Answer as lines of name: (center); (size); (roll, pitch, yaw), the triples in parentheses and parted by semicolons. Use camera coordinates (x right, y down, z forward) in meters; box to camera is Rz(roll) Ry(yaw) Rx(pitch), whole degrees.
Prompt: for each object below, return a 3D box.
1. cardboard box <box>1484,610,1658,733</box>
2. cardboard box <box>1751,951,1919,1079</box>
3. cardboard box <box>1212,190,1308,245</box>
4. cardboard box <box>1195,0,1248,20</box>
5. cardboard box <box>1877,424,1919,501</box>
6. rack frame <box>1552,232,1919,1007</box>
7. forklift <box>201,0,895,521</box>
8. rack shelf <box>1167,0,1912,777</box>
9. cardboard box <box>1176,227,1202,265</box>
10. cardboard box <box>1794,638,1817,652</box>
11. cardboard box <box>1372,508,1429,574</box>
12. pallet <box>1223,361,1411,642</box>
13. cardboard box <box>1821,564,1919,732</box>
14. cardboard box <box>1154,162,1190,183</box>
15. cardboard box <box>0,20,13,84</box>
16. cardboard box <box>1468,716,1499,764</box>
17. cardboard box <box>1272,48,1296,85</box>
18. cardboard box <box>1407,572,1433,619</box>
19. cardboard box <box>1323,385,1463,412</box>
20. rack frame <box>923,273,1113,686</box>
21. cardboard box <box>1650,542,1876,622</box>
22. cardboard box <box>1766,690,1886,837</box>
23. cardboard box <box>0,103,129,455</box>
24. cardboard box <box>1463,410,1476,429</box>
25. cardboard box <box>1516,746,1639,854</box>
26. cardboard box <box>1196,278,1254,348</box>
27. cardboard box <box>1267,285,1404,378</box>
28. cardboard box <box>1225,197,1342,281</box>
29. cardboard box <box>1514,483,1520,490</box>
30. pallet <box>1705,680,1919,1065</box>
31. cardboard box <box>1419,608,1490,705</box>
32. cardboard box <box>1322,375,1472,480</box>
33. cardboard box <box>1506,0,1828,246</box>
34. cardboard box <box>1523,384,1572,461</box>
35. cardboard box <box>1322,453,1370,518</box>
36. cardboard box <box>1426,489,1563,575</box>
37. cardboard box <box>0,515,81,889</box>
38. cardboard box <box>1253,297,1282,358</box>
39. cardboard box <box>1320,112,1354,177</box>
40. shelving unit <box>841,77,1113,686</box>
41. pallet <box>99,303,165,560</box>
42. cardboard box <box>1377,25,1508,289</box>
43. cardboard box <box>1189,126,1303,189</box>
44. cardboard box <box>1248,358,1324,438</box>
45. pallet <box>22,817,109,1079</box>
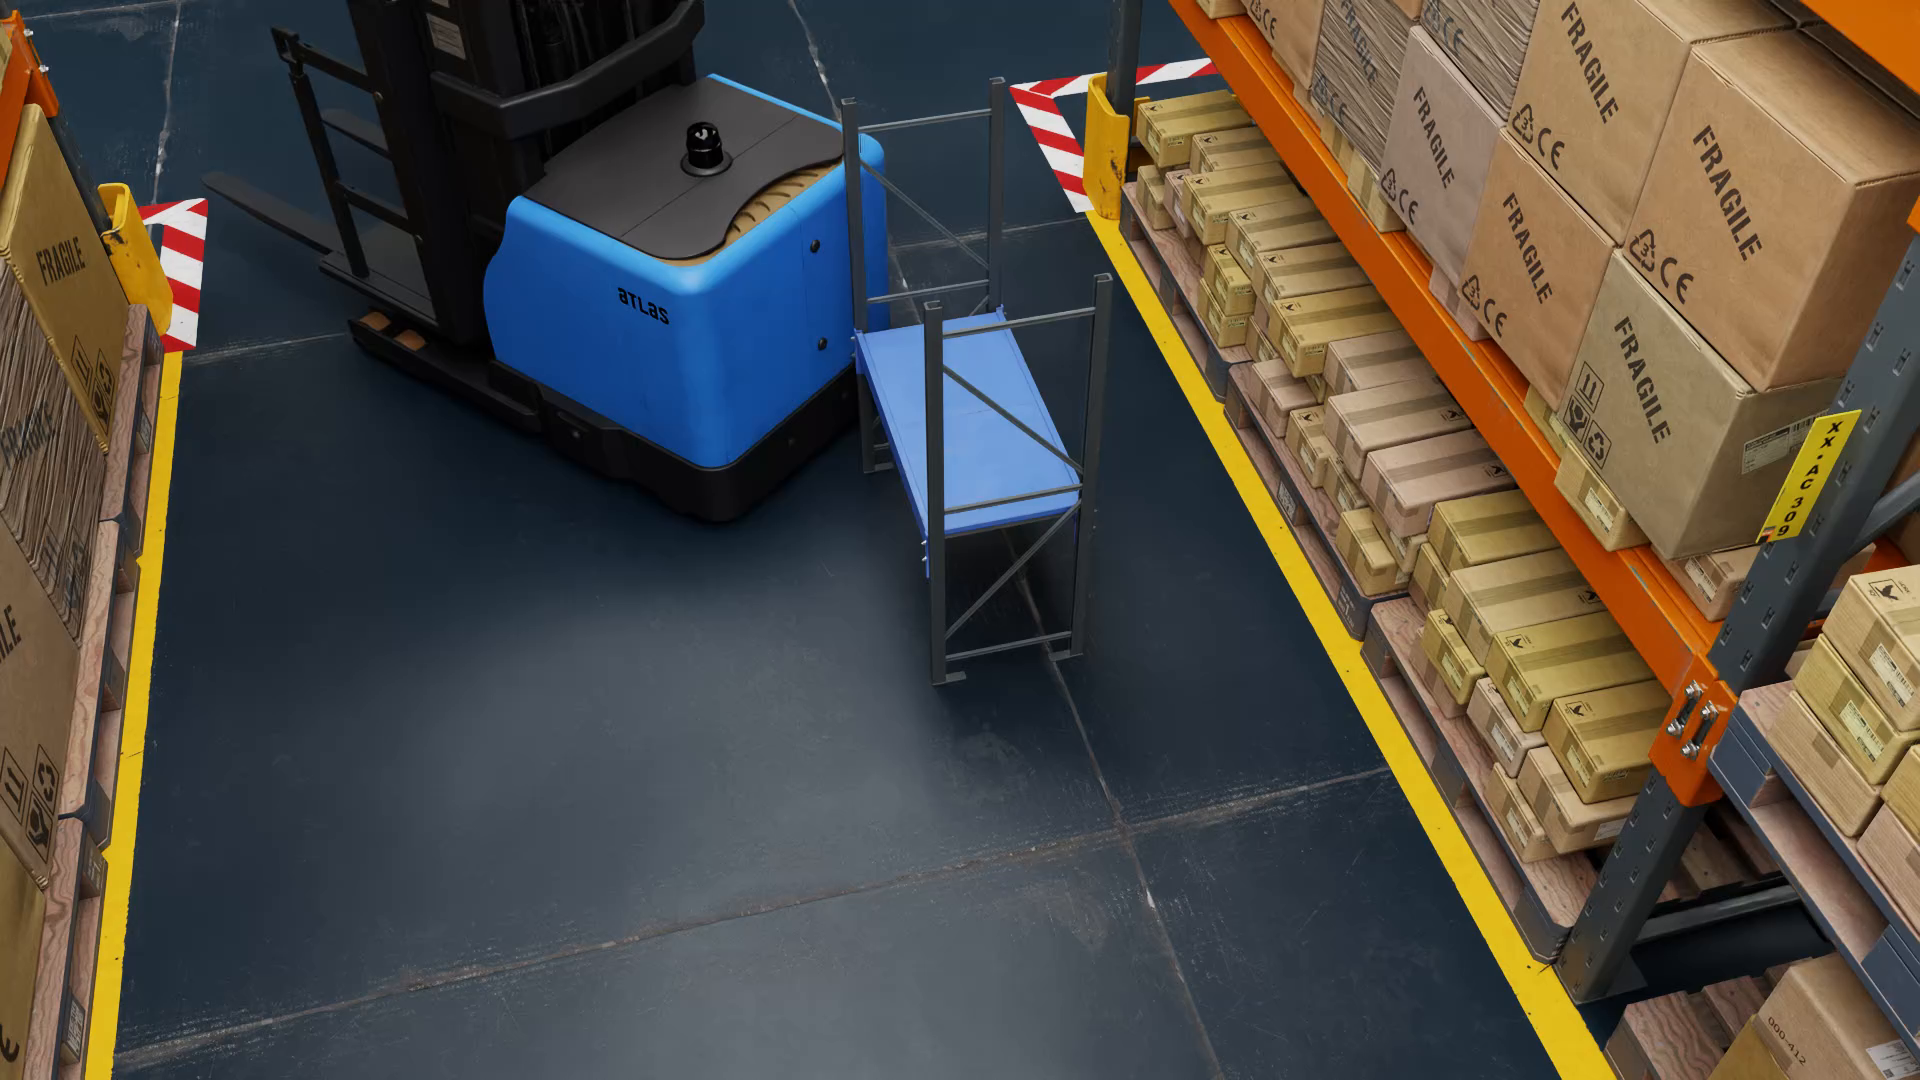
cardboard box: (1.687, 0.358, 4.585); (0.380, 0.149, 0.250); (-10, 46, -10)
cardboard box: (2.067, 1.106, 3.497); (0.500, 0.250, 0.500); (-13, 47, -12)
cardboard box: (1.159, -1.172, 6.292); (0.380, 0.149, 0.250); (-10, 46, -10)
cardboard box: (0.998, -1.944, 5.731); (0.380, 0.149, 0.250); (-12, 47, -11)
cardboard box: (2.250, -0.445, 3.807); (0.500, 0.500, 0.500); (-11, 47, -11)
rack frame: (2.133, 0.082, 3.569); (1.000, 3.000, 0.127); (-11, 47, -10)
forklift: (-1.733, -1.941, 5.600); (3.031, 2.935, 1.130); (27, 51, 24)
rack shelf: (1.621, -1.047, 5.179); (1.077, 0.370, 4.000); (-11, 47, -10)
cardboard box: (1.080, -1.242, 6.569); (0.380, 0.149, 0.250); (-11, 47, -10)
cardboard box: (2.232, 0.248, 4.692); (0.380, 0.149, 0.250); (-9, 46, -8)
cardboard box: (1.525, -0.060, 5.202); (0.380, 0.149, 0.250); (-10, 46, -9)
pallet: (1.611, -0.243, 5.840); (1.003, 0.211, 1.213); (-11, 47, -10)
cardboard box: (1.789, 0.171, 2.947); (0.380, 0.149, 0.250); (-9, 46, -8)
cardboard box: (0.995, -1.524, 6.637); (0.380, 0.149, 0.250); (-9, 46, -9)
cardboard box: (-3.302, -1.569, 5.363); (0.380, 0.149, 0.250); (-10, 46, -10)
cardboard box: (1.718, 0.530, 4.832); (0.380, 0.149, 0.250); (-10, 46, -9)
cardboard box: (1.242, -1.598, 5.392); (0.380, 0.149, 0.250); (-11, 47, -11)
cardboard box: (1.638, 0.155, 5.200); (0.380, 0.149, 0.250); (-12, 47, -11)
cardboard box: (1.449, -0.441, 5.576); (0.380, 0.149, 0.250); (-9, 46, -8)
rack frame: (0.152, -0.115, 4.813); (0.500, 1.500, 0.032); (-11, 47, -10)
cardboard box: (1.834, 0.016, 3.810); (0.380, 0.149, 0.250); (-11, 47, -11)
cardboard box: (1.789, 0.379, 3.160); (0.380, 0.149, 0.250); (-13, 47, -12)
cardboard box: (-3.470, -0.818, 5.645); (0.875, 0.875, 0.875); (-11, 47, -10)
cardboard box: (1.838, -0.433, 5.776); (0.380, 0.149, 0.250); (-9, 46, -9)
cardboard box: (1.745, 0.670, 4.487); (0.380, 0.149, 0.250); (-10, 46, -10)
cardboard box: (1.110, -0.876, 6.210); (0.380, 0.149, 0.250); (-10, 46, -10)
cardboard box: (1.271, -0.708, 5.629); (0.380, 0.149, 0.250); (-10, 46, -10)
cardboard box: (1.186, -1.091, 6.004); (0.380, 0.149, 0.250); (-13, 47, -12)
cardboard box: (1.987, -0.181, 5.321); (0.380, 0.149, 0.250); (-9, 46, -8)
pallet: (2.188, 0.704, 3.094); (1.003, 0.211, 1.213); (-11, 47, -10)
cardboard box: (1.578, 0.303, 4.846); (0.380, 0.149, 0.250); (-12, 47, -12)
cardboard box: (1.386, -0.360, 5.288); (0.380, 0.149, 0.250); (-12, 47, -12)
cardboard box: (1.614, -1.038, 3.688); (0.500, 0.500, 0.500); (-12, 47, -12)
cardboard box: (1.652, -0.337, 4.156); (0.380, 0.149, 0.250); (-9, 46, -9)
cardboard box: (1.437, -0.182, 5.530); (0.380, 0.149, 0.250); (-10, 46, -10)
cardboard box: (1.625, -0.006, 4.941); (0.380, 0.149, 0.250); (-9, 46, -9)
cardboard box: (-3.009, 0.425, 4.427); (0.875, 0.875, 0.875); (-11, 47, -10)
cardboard box: (1.279, -0.809, 5.936); (0.380, 0.149, 0.250); (-13, 47, -12)
cardboard box: (1.324, -1.240, 5.041); (0.380, 0.149, 0.250); (-9, 46, -9)
shelving unit: (0.022, -0.466, 5.157); (0.538, 1.500, 1.048); (-11, 47, -10)
pallet: (-3.431, -0.328, 5.924); (1.003, 0.211, 1.213); (-11, 47, -10)
cardboard box: (1.478, -1.041, 4.392); (0.500, 0.500, 0.500); (-11, 47, -11)
cardboard box: (1.102, -1.444, 6.351); (0.380, 0.149, 0.250); (-10, 46, -10)
cardboard box: (1.247, -0.529, 5.870); (0.380, 0.149, 0.250); (-13, 47, -12)
pallet: (-2.806, 1.356, 4.273); (1.003, 0.211, 1.213); (-11, 47, -10)
